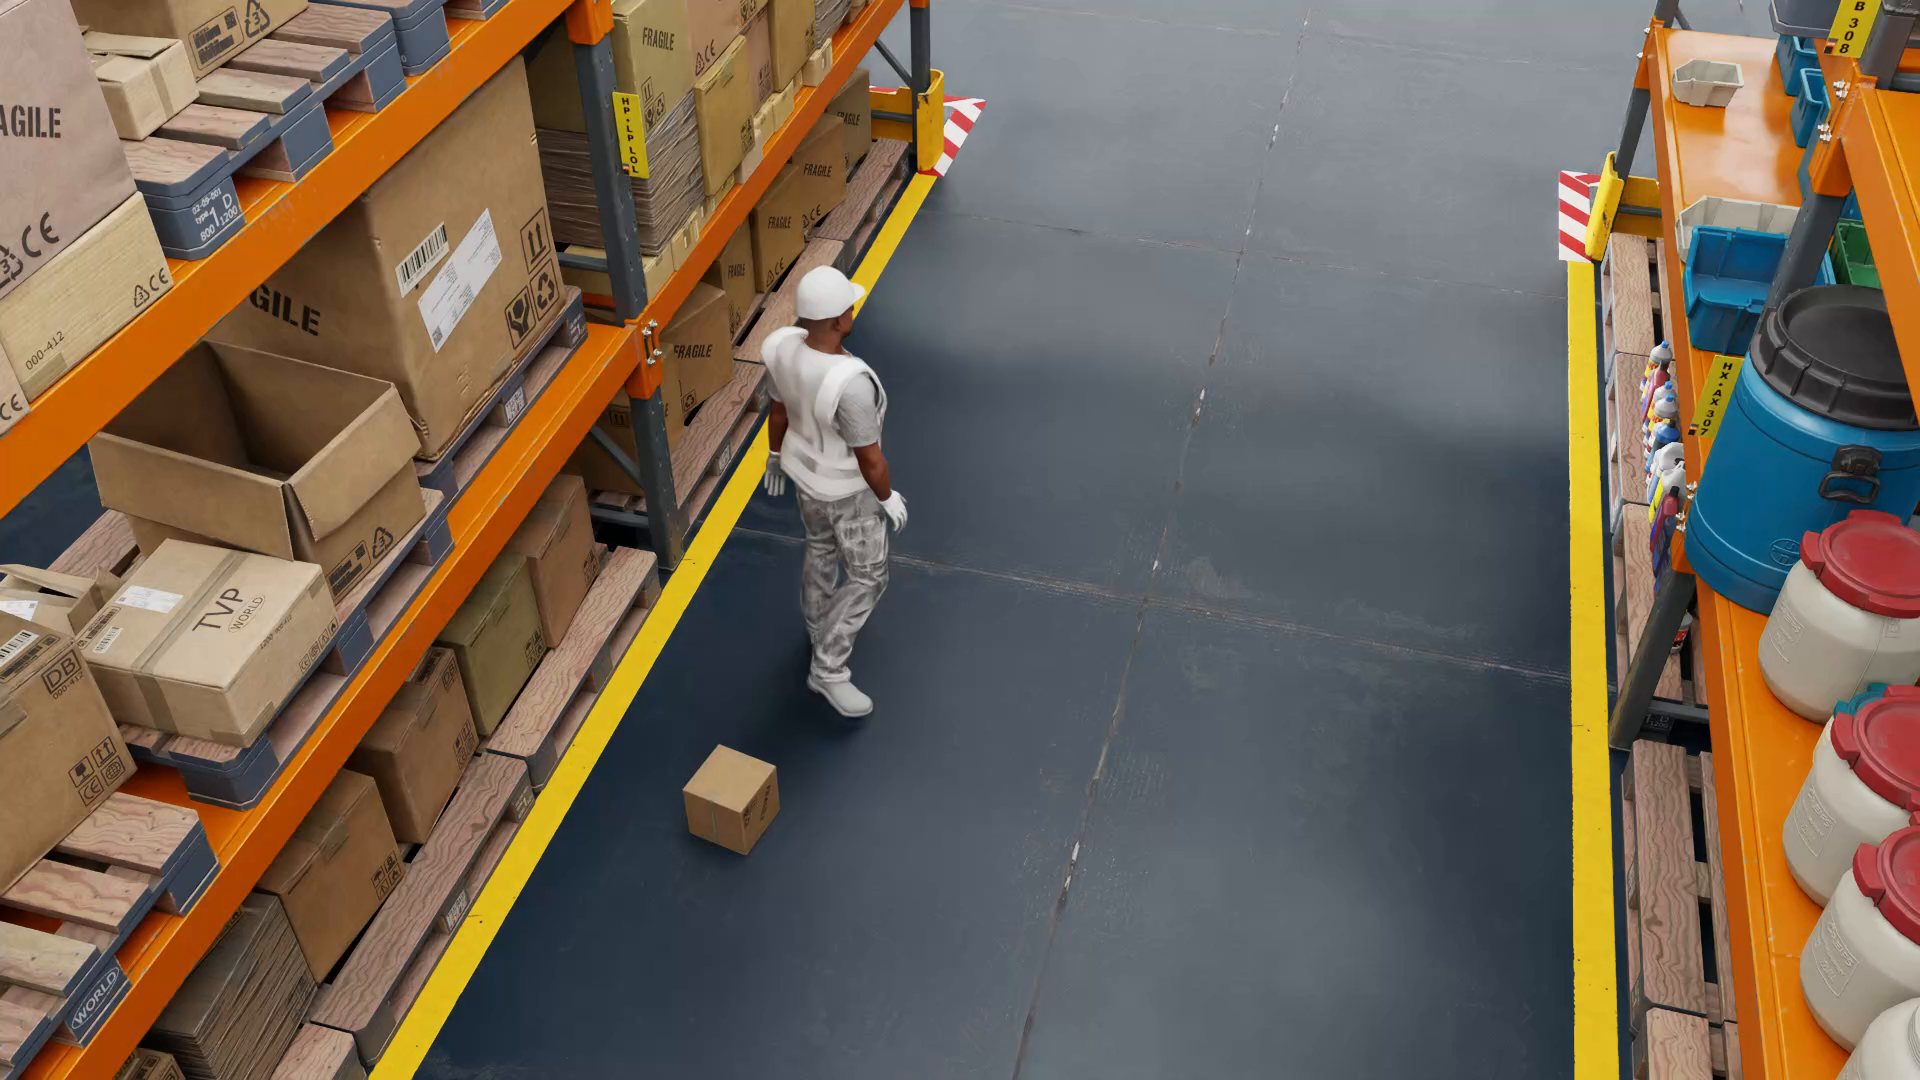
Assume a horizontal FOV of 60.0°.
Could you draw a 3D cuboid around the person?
[{"bbox_3d":[-0.483,-0.172,6.337,0.518,1.775,0.747,-27,47,-28],"label":"person"}]
